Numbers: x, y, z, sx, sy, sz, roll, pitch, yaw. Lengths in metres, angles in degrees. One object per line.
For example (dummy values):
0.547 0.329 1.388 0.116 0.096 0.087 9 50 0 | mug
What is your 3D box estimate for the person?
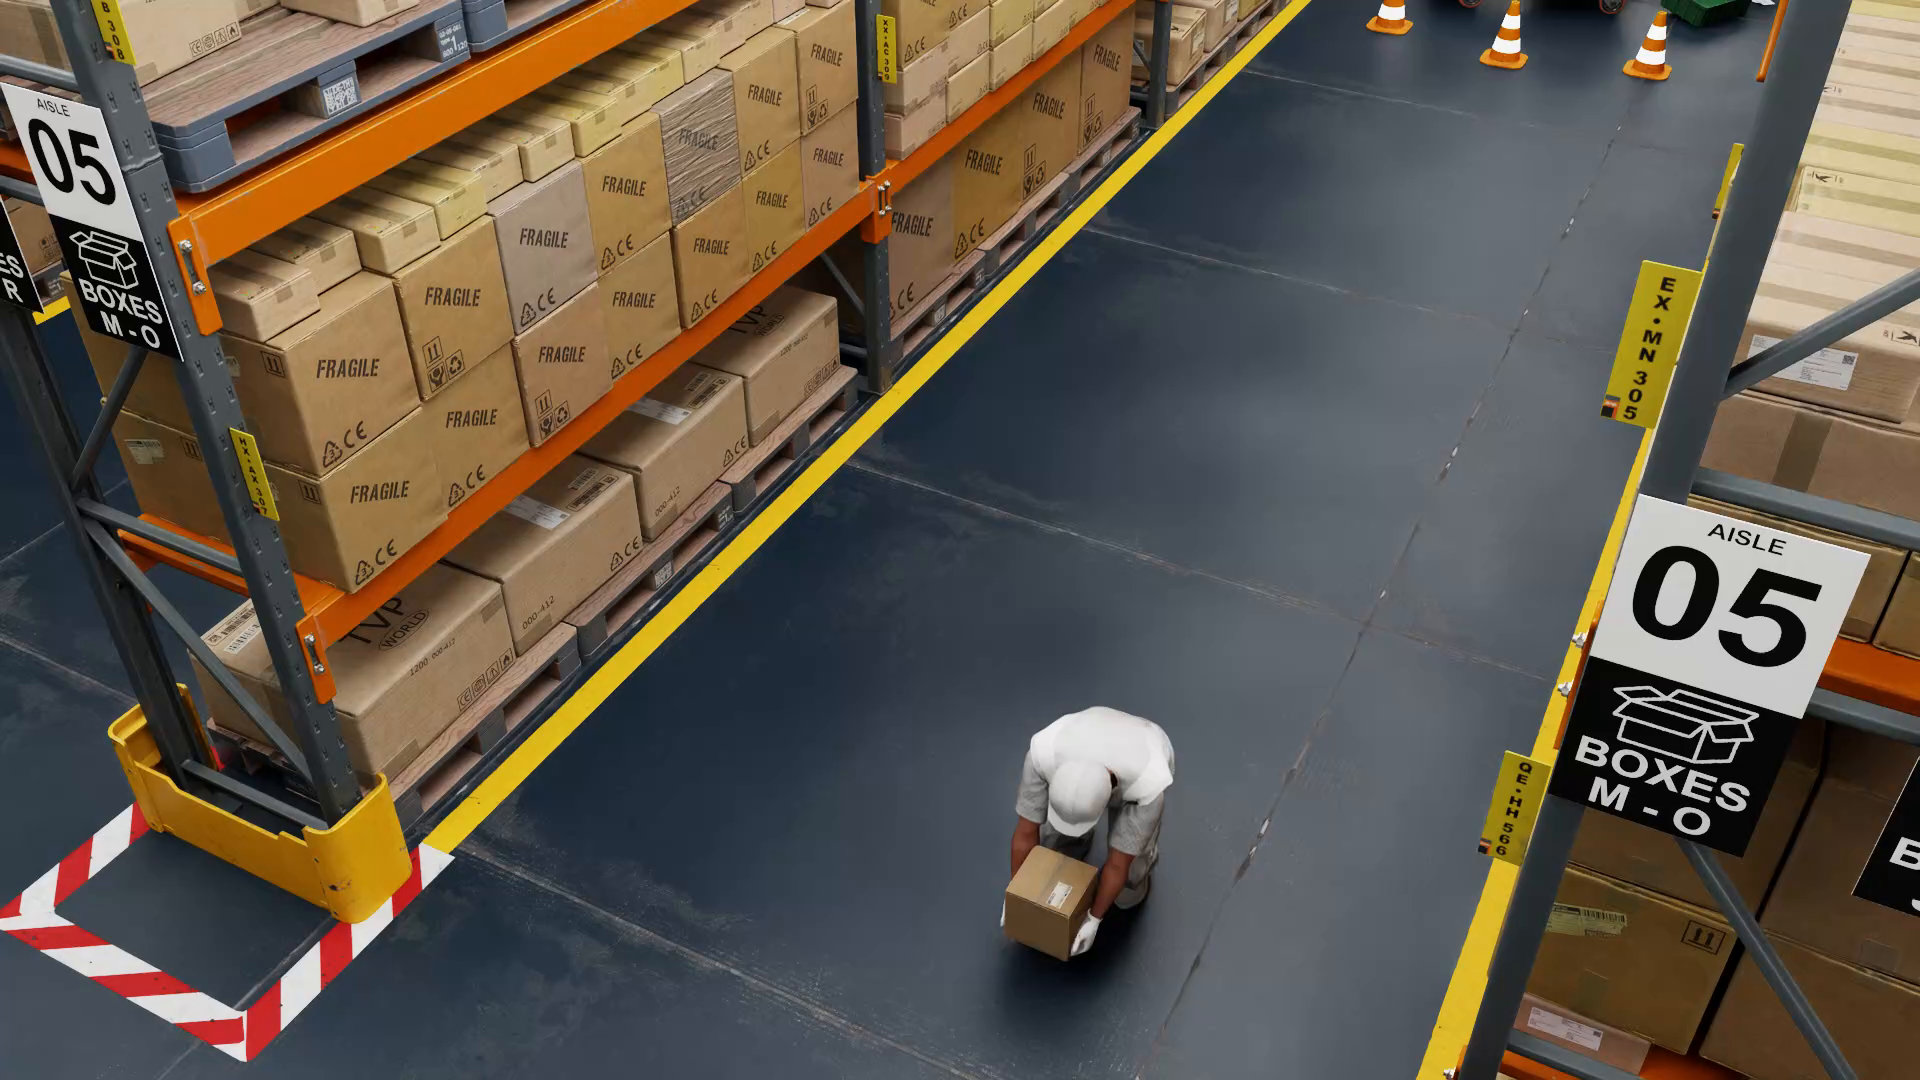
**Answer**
0.506 0.987 6.102 0.561 1.000 0.926 17 41 20 | person
